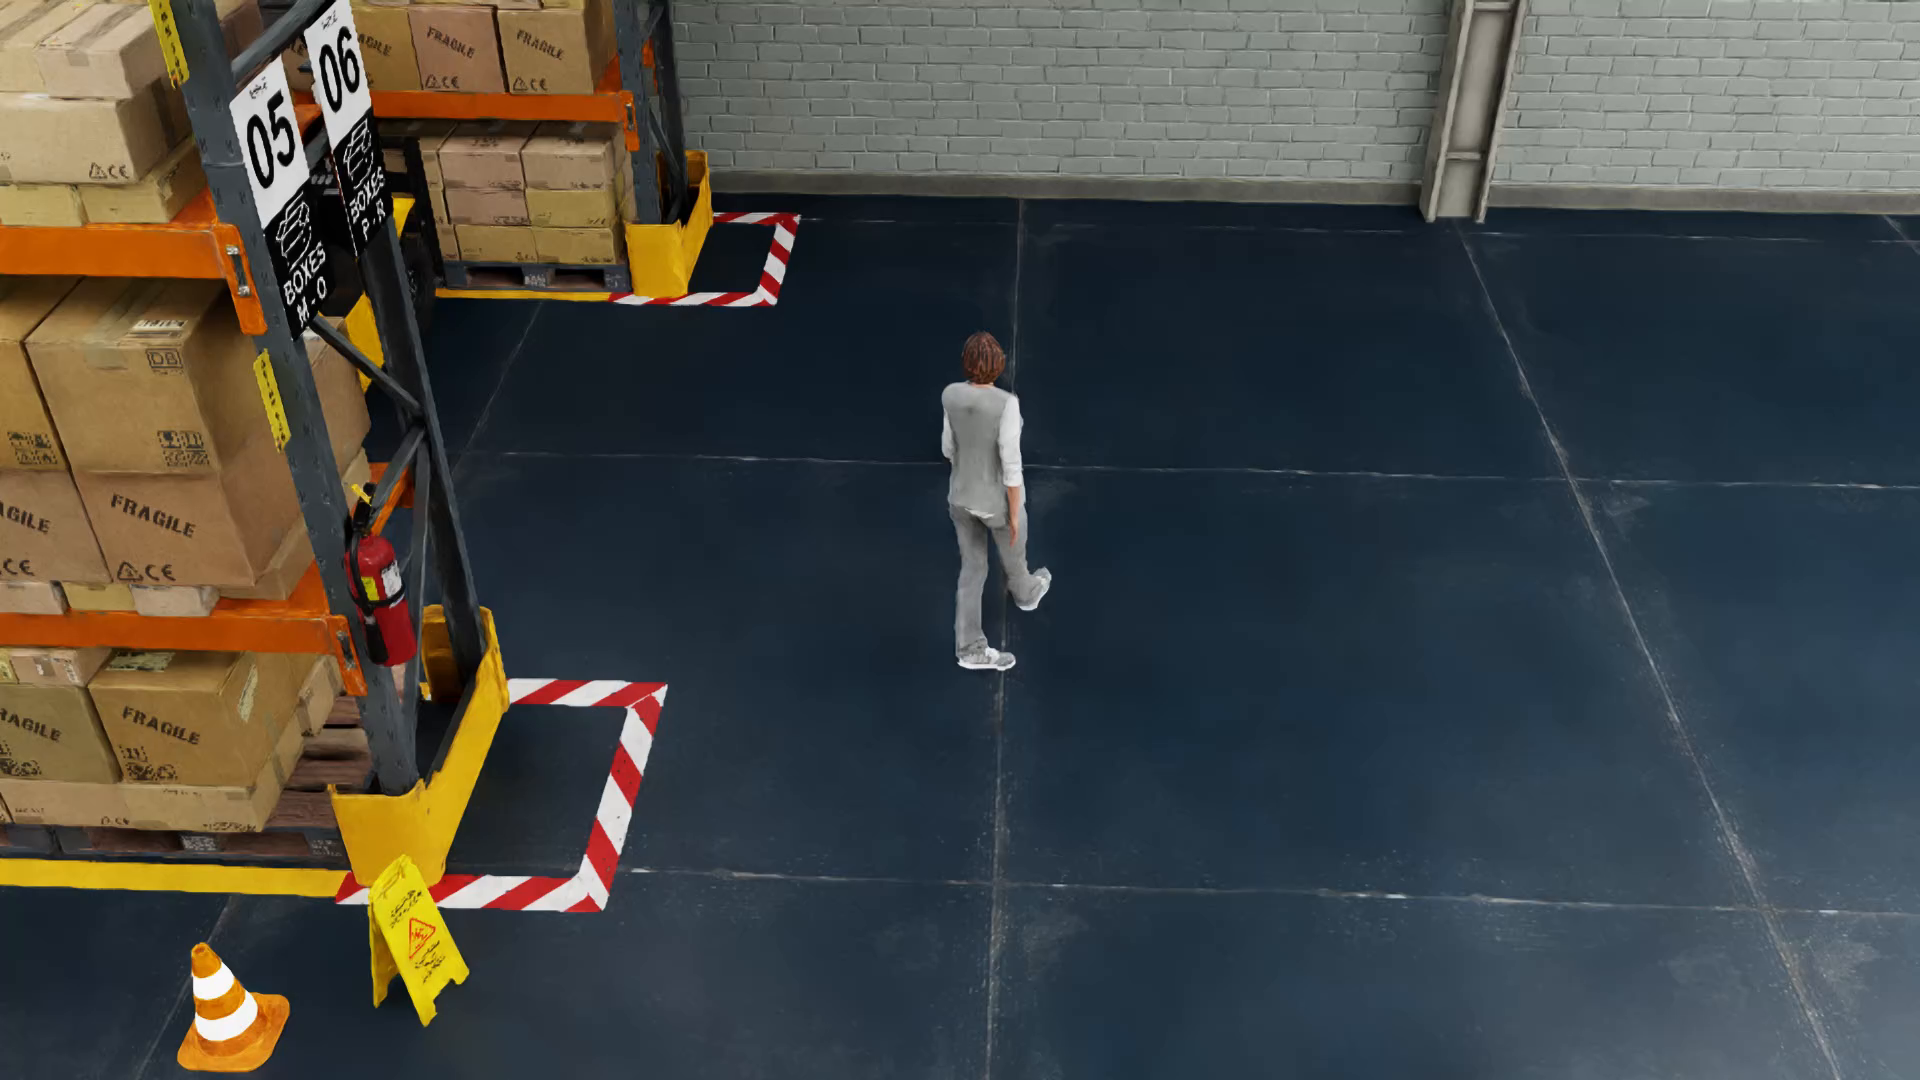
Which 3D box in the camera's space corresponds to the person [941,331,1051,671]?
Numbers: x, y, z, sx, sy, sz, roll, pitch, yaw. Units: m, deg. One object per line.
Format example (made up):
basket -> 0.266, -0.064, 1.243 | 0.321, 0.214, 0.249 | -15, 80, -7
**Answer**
person -> 0.163, -0.221, 7.435 | 0.460, 1.577, 0.752 | 19, 40, 24
